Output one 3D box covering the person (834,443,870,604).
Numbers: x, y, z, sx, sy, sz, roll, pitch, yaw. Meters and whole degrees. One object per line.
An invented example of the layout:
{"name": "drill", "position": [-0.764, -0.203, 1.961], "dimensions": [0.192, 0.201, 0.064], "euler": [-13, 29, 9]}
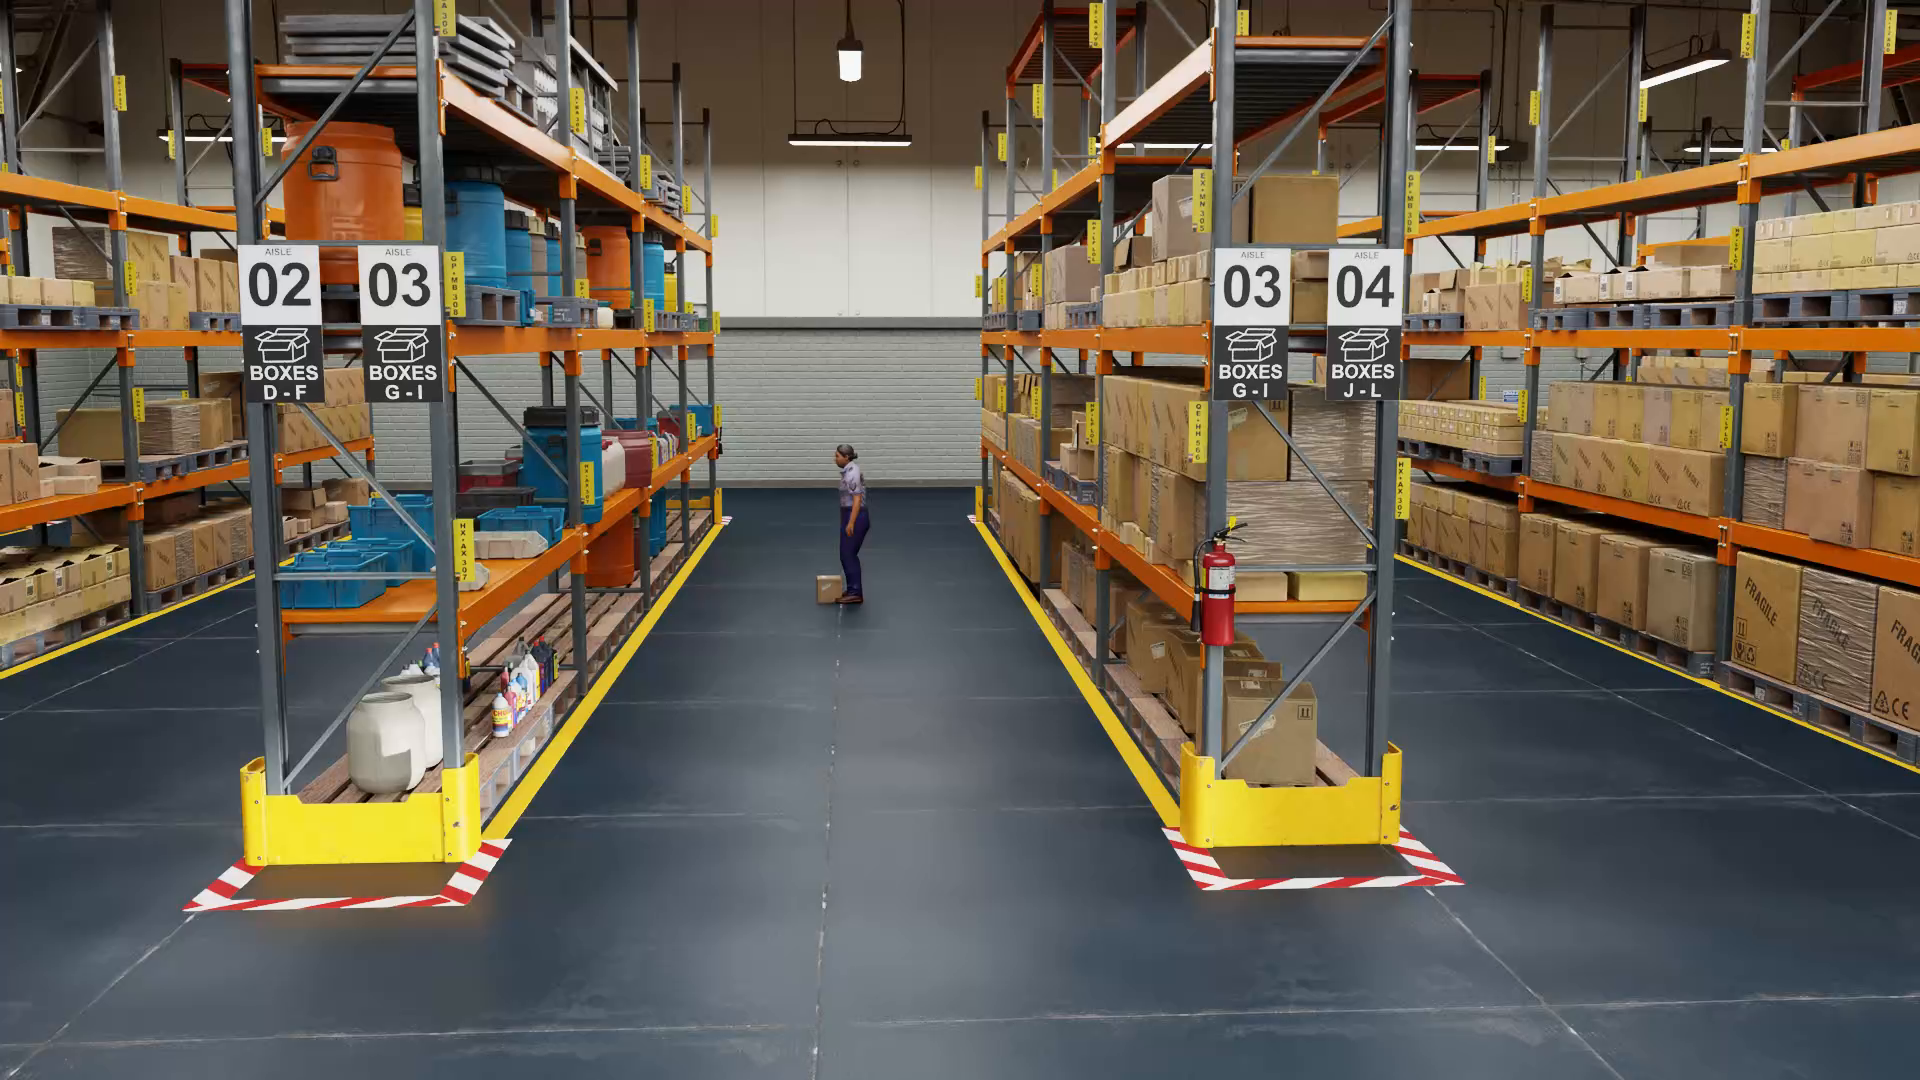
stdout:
{"name": "person", "position": [-1.131, -0.185, 17.298], "dimensions": [0.377, 1.651, 0.561], "euler": [-1, 7, -7]}
